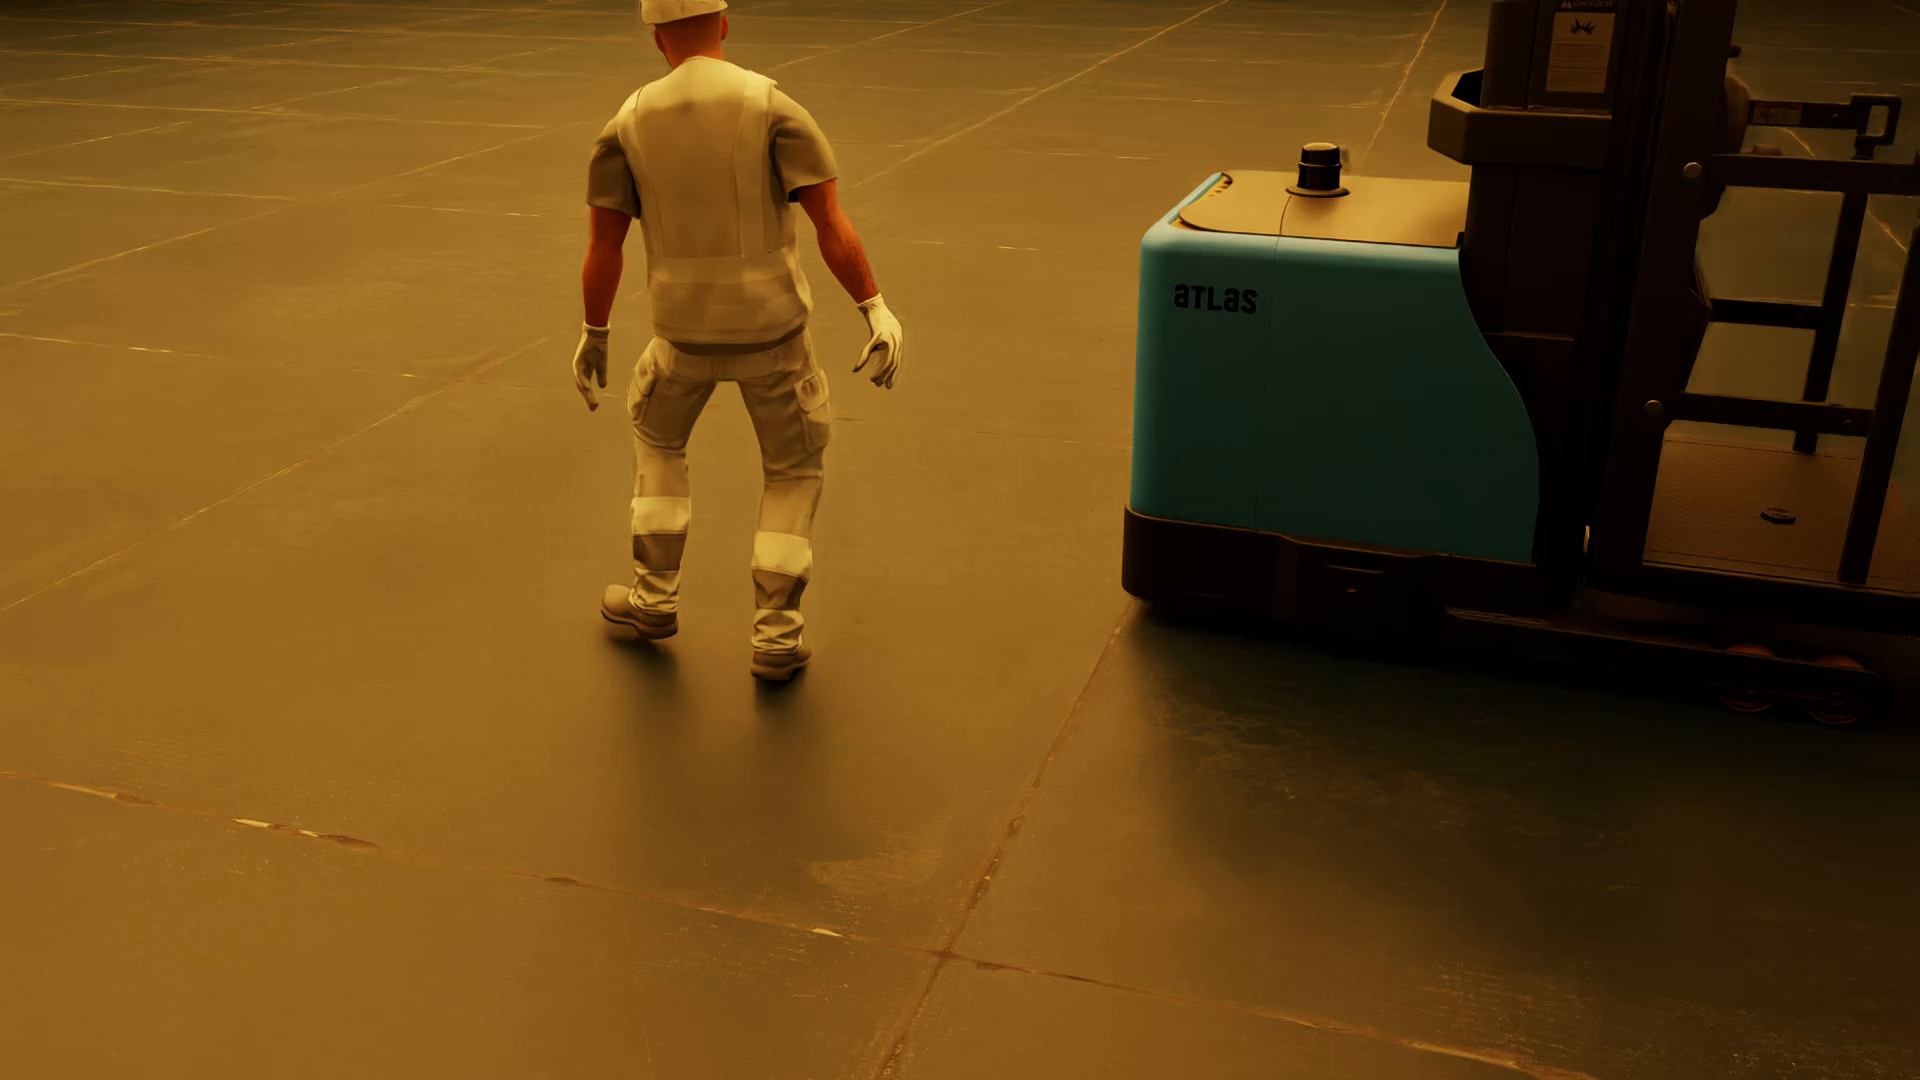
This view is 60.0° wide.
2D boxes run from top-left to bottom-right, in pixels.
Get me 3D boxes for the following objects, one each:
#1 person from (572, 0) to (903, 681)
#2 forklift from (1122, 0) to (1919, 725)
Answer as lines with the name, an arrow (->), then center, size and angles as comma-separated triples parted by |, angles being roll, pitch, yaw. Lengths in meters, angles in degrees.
person -> -0.562, -0.511, 4.115 | 0.891, 1.757, 0.489 | 5, 23, 12
forklift -> 2.024, -1.136, 4.030 | 3.031, 2.935, 1.130 | 8, 24, 18
